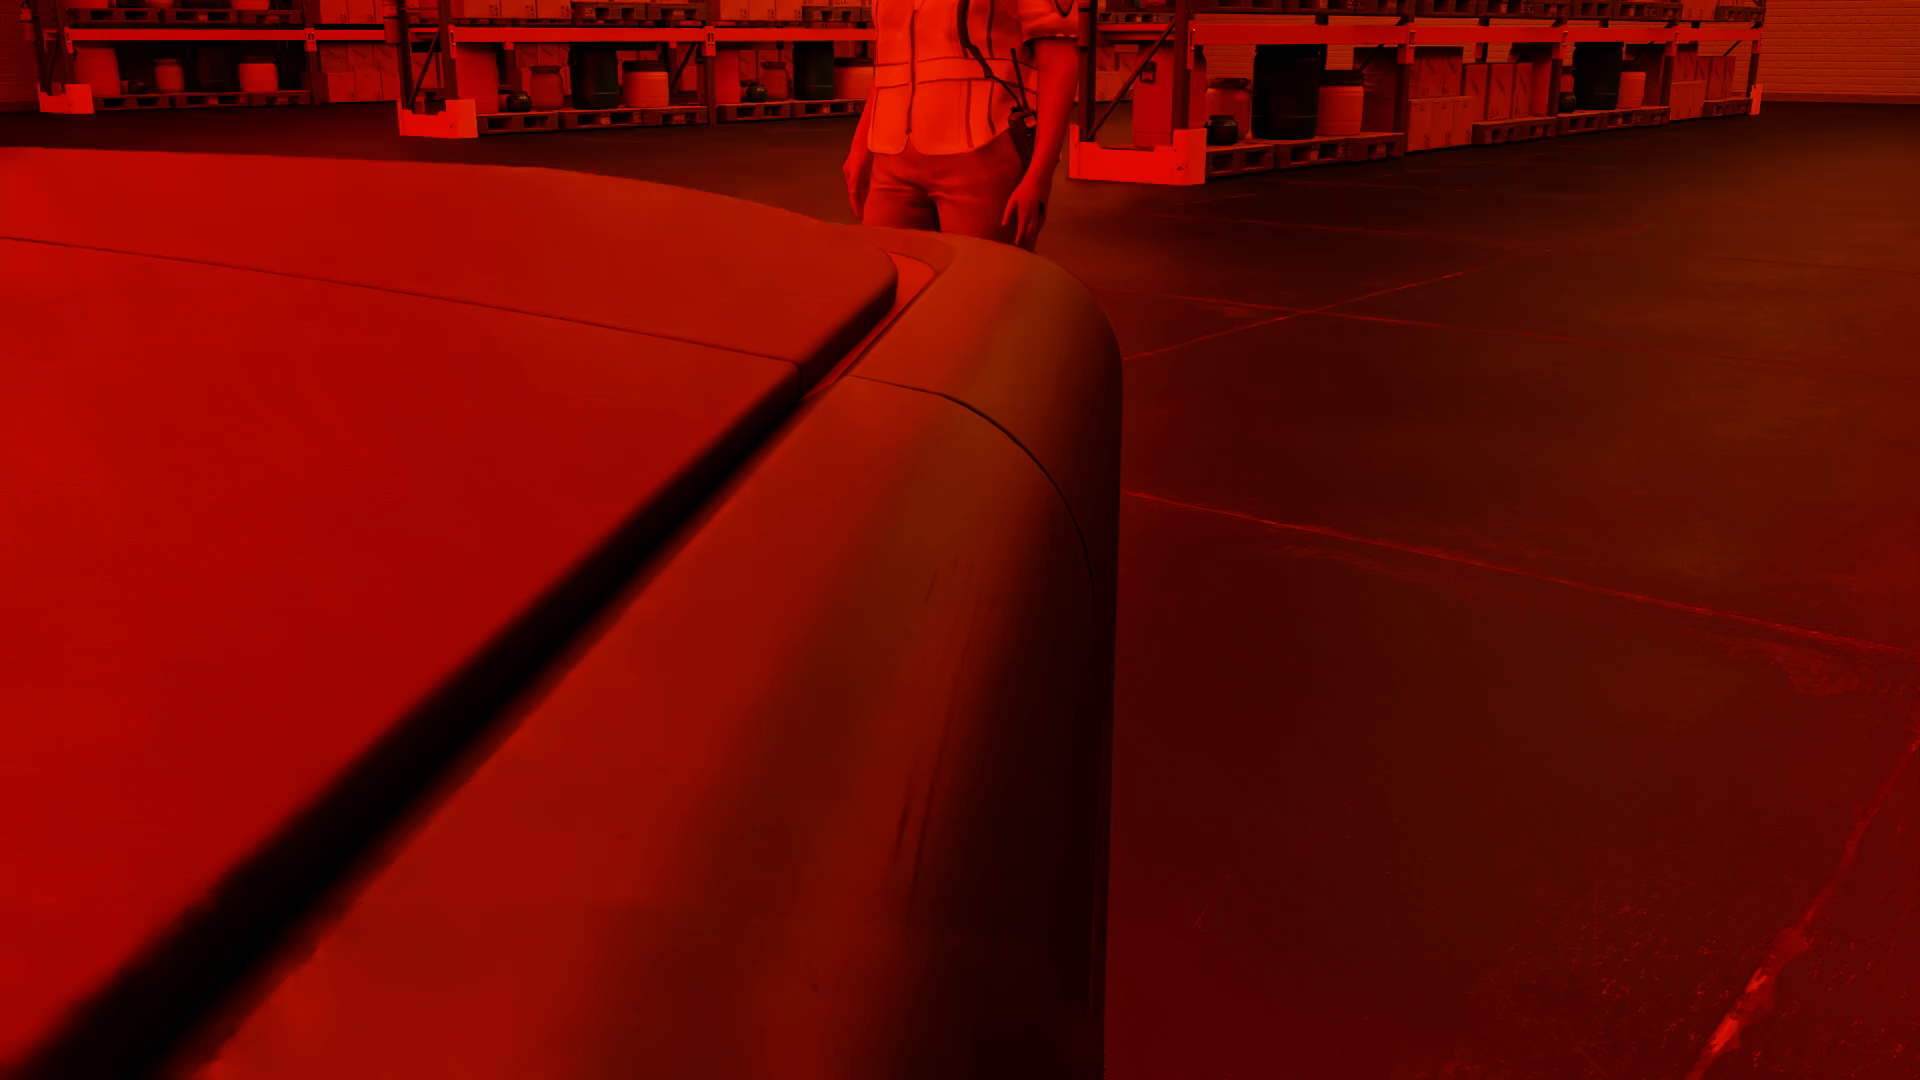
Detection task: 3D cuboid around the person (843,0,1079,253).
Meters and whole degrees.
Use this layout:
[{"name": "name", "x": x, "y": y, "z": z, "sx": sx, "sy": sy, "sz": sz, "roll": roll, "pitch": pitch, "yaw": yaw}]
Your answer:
[{"name": "person", "x": -0.066, "y": -0.792, "z": 3.655, "sx": 0.598, "sy": 1.670, "sz": 0.529, "roll": 13, "pitch": 21, "yaw": 37}]
